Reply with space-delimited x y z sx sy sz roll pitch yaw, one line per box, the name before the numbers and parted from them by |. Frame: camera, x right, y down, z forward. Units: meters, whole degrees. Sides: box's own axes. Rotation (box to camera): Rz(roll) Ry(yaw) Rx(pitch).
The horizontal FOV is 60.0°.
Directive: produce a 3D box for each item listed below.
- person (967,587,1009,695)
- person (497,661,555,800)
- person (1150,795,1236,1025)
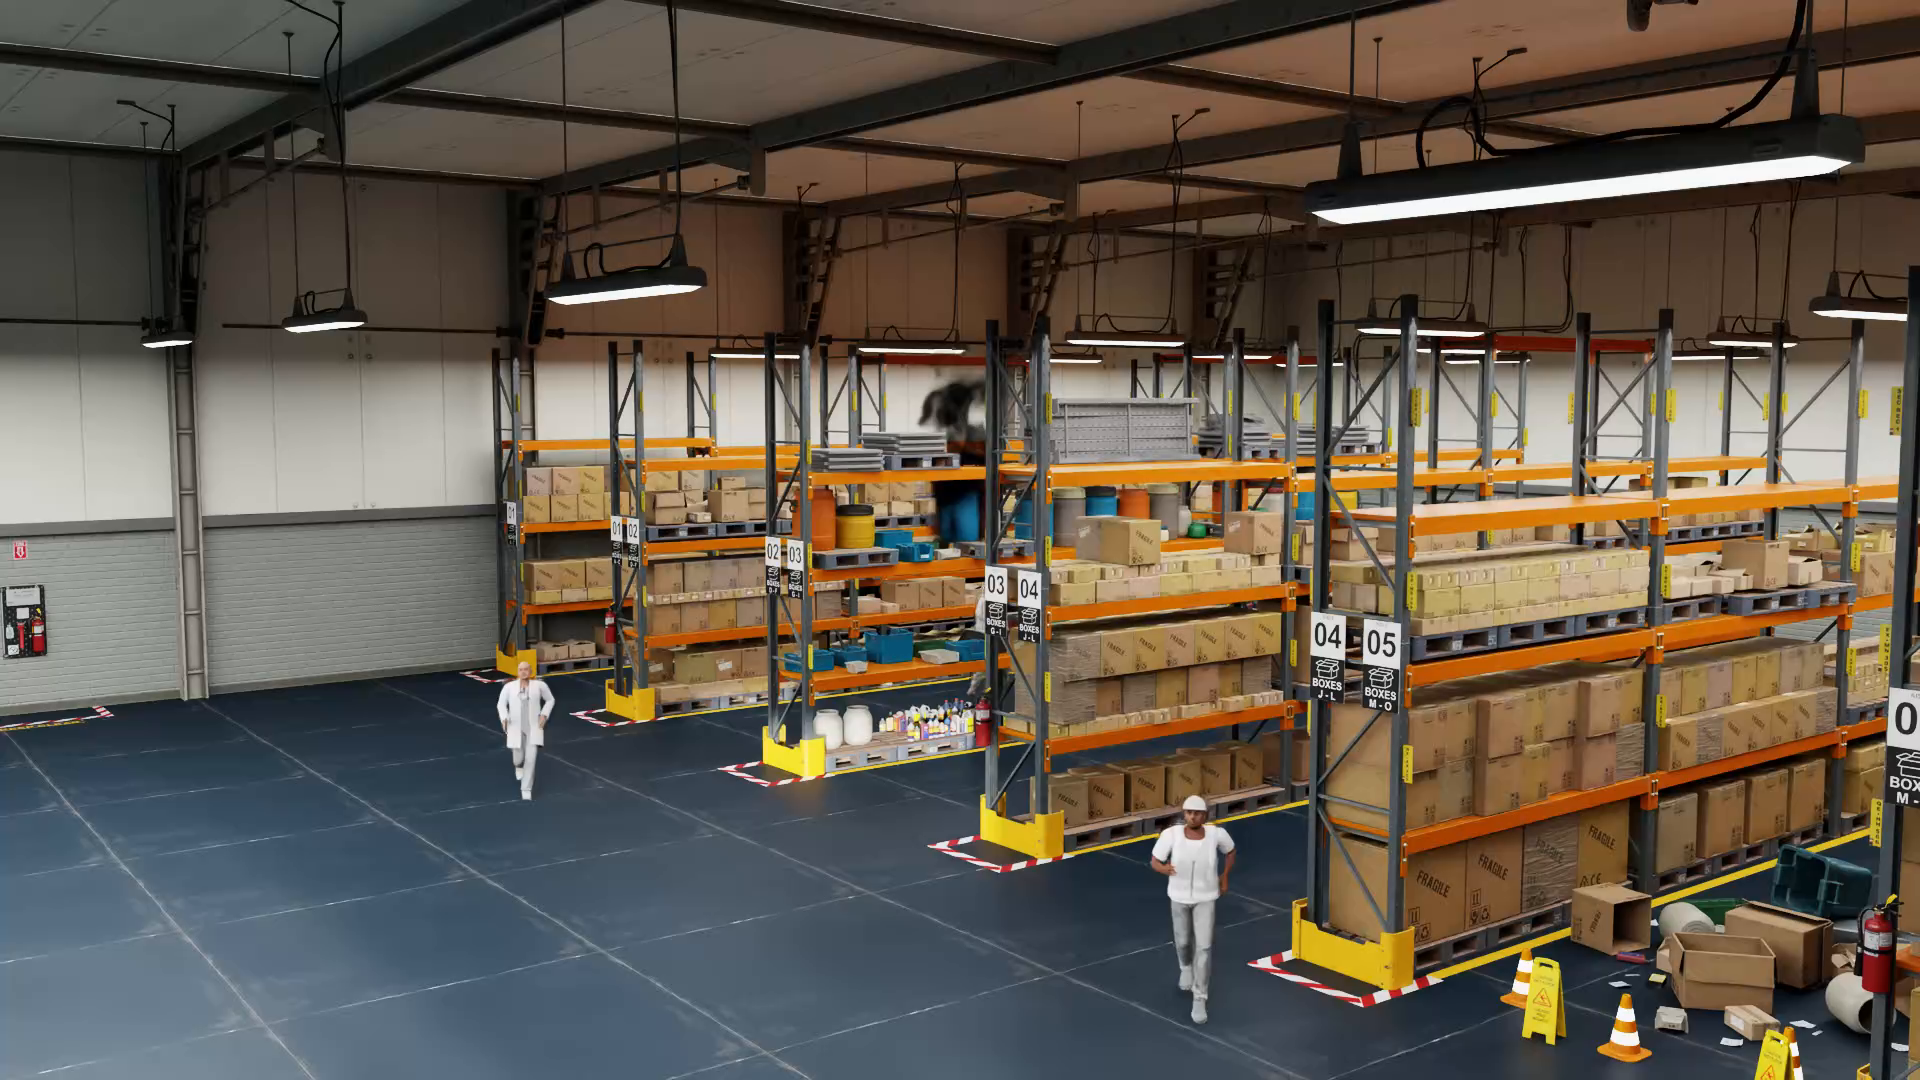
person | 0.456 1.600 27.186 0.671 1.798 0.839 4 7 40
person | -5.592 2.429 21.455 0.722 1.743 0.785 -1 5 -12
person | 1.944 3.031 13.988 0.698 1.794 0.914 1 5 14
